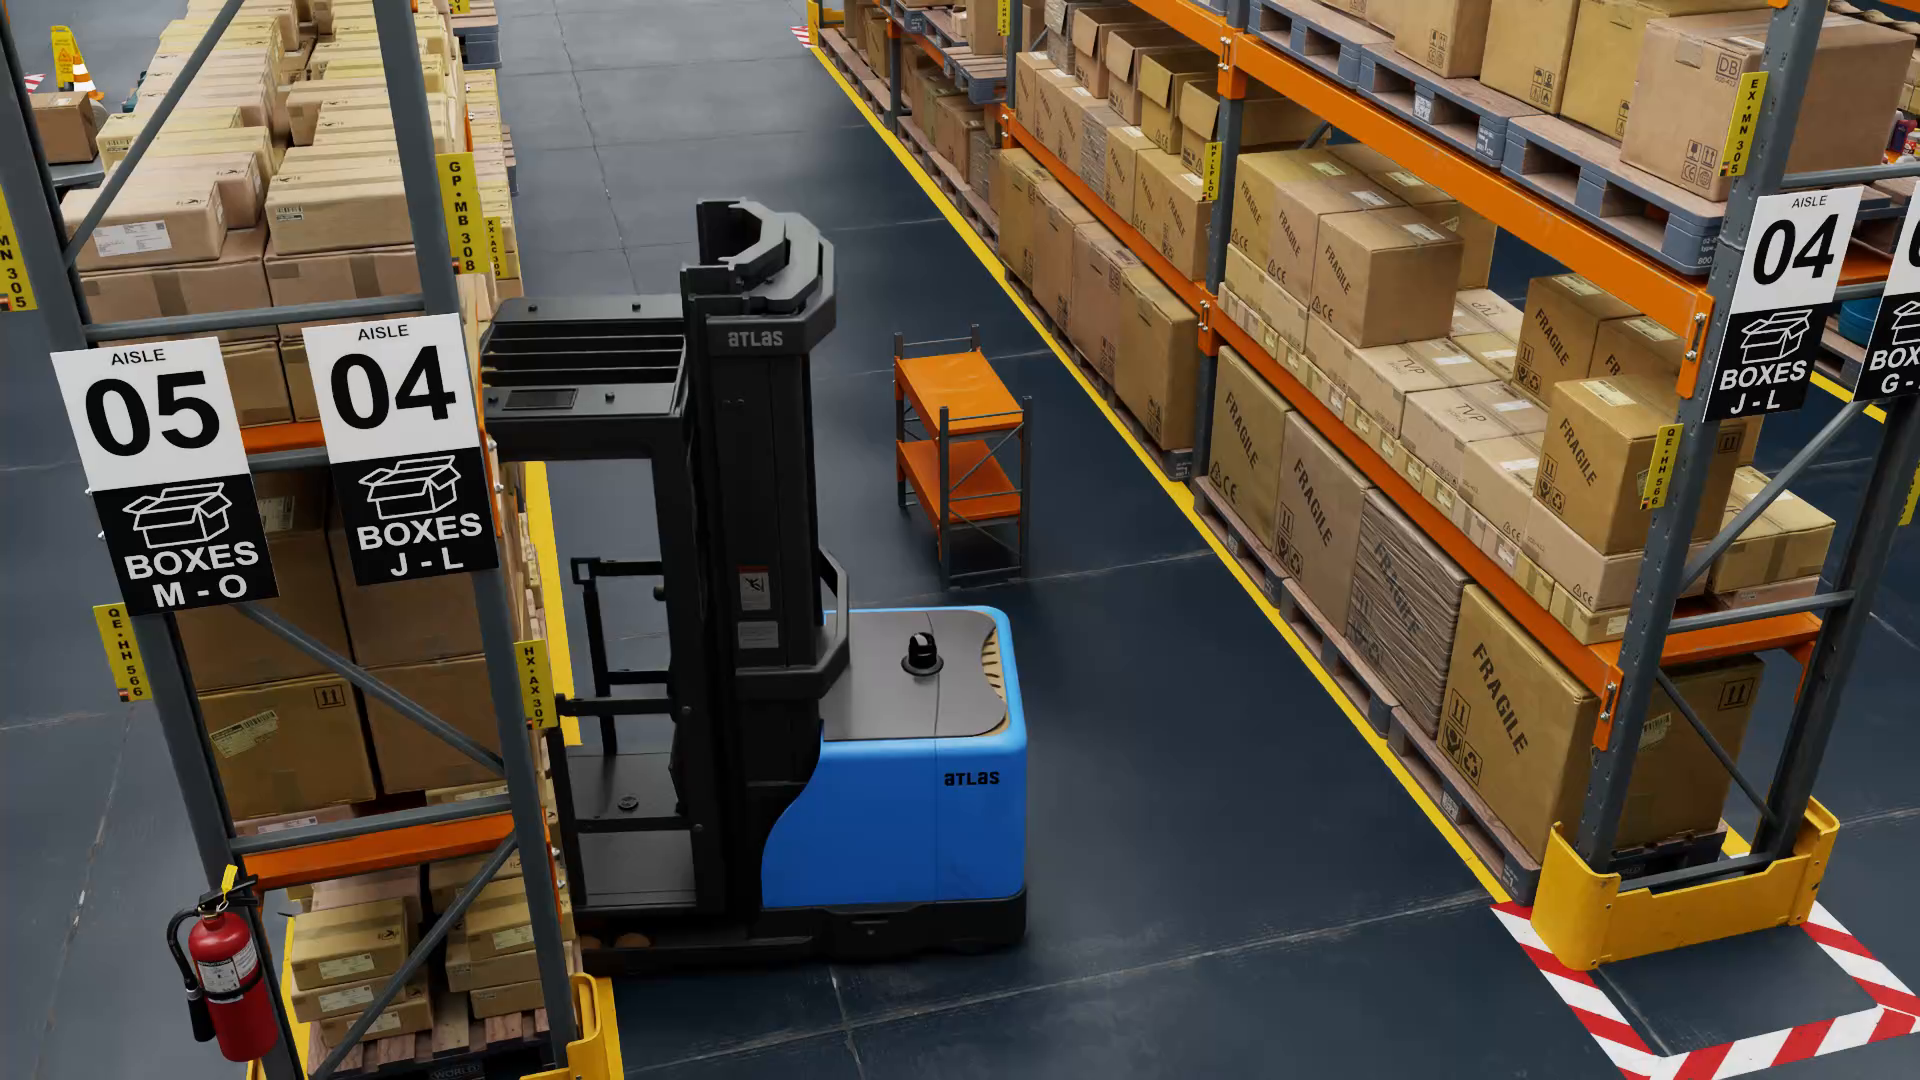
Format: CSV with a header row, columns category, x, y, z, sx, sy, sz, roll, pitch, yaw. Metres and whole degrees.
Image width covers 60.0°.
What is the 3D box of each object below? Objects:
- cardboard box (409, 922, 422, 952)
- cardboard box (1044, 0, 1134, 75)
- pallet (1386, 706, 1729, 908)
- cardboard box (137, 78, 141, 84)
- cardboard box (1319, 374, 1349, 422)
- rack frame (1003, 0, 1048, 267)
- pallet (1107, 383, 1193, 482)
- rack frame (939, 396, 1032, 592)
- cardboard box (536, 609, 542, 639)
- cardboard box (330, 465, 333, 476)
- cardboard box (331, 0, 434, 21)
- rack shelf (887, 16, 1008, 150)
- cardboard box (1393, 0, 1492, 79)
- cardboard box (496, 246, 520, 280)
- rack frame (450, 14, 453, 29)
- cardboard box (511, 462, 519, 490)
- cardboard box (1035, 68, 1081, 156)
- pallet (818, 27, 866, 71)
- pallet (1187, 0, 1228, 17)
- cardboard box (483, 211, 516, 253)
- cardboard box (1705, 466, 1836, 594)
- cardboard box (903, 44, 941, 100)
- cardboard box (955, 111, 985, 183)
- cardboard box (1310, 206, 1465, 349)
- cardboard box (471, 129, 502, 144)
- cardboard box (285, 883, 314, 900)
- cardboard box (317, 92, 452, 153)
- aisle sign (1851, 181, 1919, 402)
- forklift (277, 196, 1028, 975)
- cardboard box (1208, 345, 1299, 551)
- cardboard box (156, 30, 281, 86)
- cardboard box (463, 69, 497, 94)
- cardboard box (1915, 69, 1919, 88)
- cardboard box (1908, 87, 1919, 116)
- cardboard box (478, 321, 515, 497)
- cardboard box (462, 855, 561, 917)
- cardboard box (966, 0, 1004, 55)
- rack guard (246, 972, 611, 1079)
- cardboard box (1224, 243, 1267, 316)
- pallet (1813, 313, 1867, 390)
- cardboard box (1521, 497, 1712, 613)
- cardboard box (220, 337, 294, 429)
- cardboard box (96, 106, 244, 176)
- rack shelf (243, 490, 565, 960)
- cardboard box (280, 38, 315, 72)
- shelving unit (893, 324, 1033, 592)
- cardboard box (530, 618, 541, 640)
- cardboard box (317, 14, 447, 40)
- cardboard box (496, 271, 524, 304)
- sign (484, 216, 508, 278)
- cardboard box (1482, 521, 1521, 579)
category,x,y,z,sx,sy,sz,roll,pitch,yaw
cardboard box,-2.263,1.468,6.349,0.380,0.149,0.250,-9,31,-14
cardboard box,1.033,-3.702,12.050,0.797,0.503,0.637,-7,31,-12
pallet,2.691,1.115,7.613,1.003,0.211,1.213,-8,31,-13
cardboard box,-7.916,-4.534,17.080,0.637,0.503,0.797,19,35,29
cardboard box,2.019,-0.726,8.261,0.380,0.149,0.250,-7,31,-13
rack frame,0.855,-3.580,12.940,1.000,3.000,0.127,-8,31,-13
pallet,1.639,-0.804,10.928,1.003,0.211,1.213,-8,31,-13
rack frame,0.137,-0.238,9.038,0.500,1.125,0.032,-8,31,-13
cardboard box,-2.339,0.415,8.466,0.380,0.149,0.250,-9,31,-15
cardboard box,-2.326,-0.143,5.607,0.500,0.500,0.500,-9,31,-15
cardboard box,-2.261,-2.042,6.542,0.380,0.149,0.250,-9,31,-15
rack shelf,0.324,-4.234,14.789,1.077,0.370,4.000,-8,31,-13
cardboard box,2.323,-2.313,7.138,0.700,0.500,0.500,-7,31,-11
cardboard box,-2.553,-1.490,8.865,0.380,0.149,0.250,-7,31,-12
rack frame,-2.892,-3.634,7.045,1.000,3.000,0.127,-8,31,-13
cardboard box,-2.224,-0.522,7.260,0.500,0.500,0.500,-8,31,-14
cardboard box,0.861,-3.103,12.017,0.500,0.500,0.500,-9,31,-15
pallet,-1.067,-5.803,19.565,1.003,0.211,1.213,-8,31,-13
pallet,1.626,-3.299,9.653,0.805,0.209,1.217,-9,31,-15
cardboard box,-2.553,-1.619,8.791,0.380,0.149,0.250,-6,31,-11
cardboard box,3.111,-0.047,6.690,0.500,0.250,0.500,-9,31,-15
cardboard box,-0.274,-4.810,17.142,0.500,0.500,0.500,-9,31,-15
cardboard box,0.341,-3.548,14.942,0.700,0.500,0.500,-5,30,-9
cardboard box,2.063,-1.281,8.074,0.500,0.500,0.500,-9,31,-15
cardboard box,-2.973,-2.373,10.093,0.380,0.149,0.250,-7,31,-12
cardboard box,-2.418,1.230,6.463,0.380,0.149,0.250,-9,31,-14
cardboard box,-1.813,-1.298,5.256,0.380,0.149,0.250,-7,31,-13
aisle sign,3.287,-0.846,5.622,0.394,0.787,0.004,-8,31,-13
forklift,-1.264,0.218,6.447,3.031,2.935,1.130,-2,30,-3
cardboard box,2.015,-0.581,9.460,0.875,0.875,0.875,-8,31,-13
cardboard box,-2.664,-1.721,5.987,0.380,0.149,0.250,-9,31,-15
cardboard box,-3.382,-3.124,11.390,0.380,0.149,0.250,-9,31,-15
cardboard box,9.886,-4.600,16.469,0.500,0.311,0.500,-8,31,-14
cardboard box,9.892,-4.357,16.609,0.500,0.250,0.500,-8,31,-14
cardboard box,-1.950,-0.459,6.154,0.500,0.500,0.500,-9,31,-14
cardboard box,-1.740,1.391,6.482,0.380,0.149,0.250,-8,31,-14
cardboard box,0.428,-4.317,13.694,0.700,0.500,0.500,-3,30,-6
rack guard,-1.851,1.940,5.899,1.175,0.500,0.348,-8,31,-13
cardboard box,1.789,-1.450,9.113,0.500,0.250,0.500,-8,31,-14
pallet,6.527,-1.478,12.092,1.003,0.211,1.213,-8,31,-13
cardboard box,2.594,0.022,6.571,0.500,0.250,0.500,-8,31,-14
cardboard box,-2.206,-0.523,4.815,0.500,0.250,0.500,-9,31,-14
cardboard box,-2.417,-1.218,5.118,0.380,0.149,0.250,-7,31,-12
rack shelf,-2.361,0.240,7.059,1.077,0.370,4.000,-8,31,-13
cardboard box,-2.748,-1.736,6.412,0.500,0.250,0.500,-7,31,-12
shelving unit,0.002,-0.484,9.463,0.538,1.125,1.048,-8,31,-13
cardboard box,-2.130,0.515,7.699,0.380,0.149,0.250,-9,31,-15
cardboard box,-2.398,-2.045,6.945,0.500,0.250,0.500,-9,31,-15
cardboard box,-2.553,-1.362,8.940,0.380,0.149,0.250,-9,31,-16
sign,-2.371,-1.488,8.462,0.100,0.325,0.005,-8,31,-13
cardboard box,2.430,0.017,6.977,0.380,0.149,0.250,-8,31,-13
